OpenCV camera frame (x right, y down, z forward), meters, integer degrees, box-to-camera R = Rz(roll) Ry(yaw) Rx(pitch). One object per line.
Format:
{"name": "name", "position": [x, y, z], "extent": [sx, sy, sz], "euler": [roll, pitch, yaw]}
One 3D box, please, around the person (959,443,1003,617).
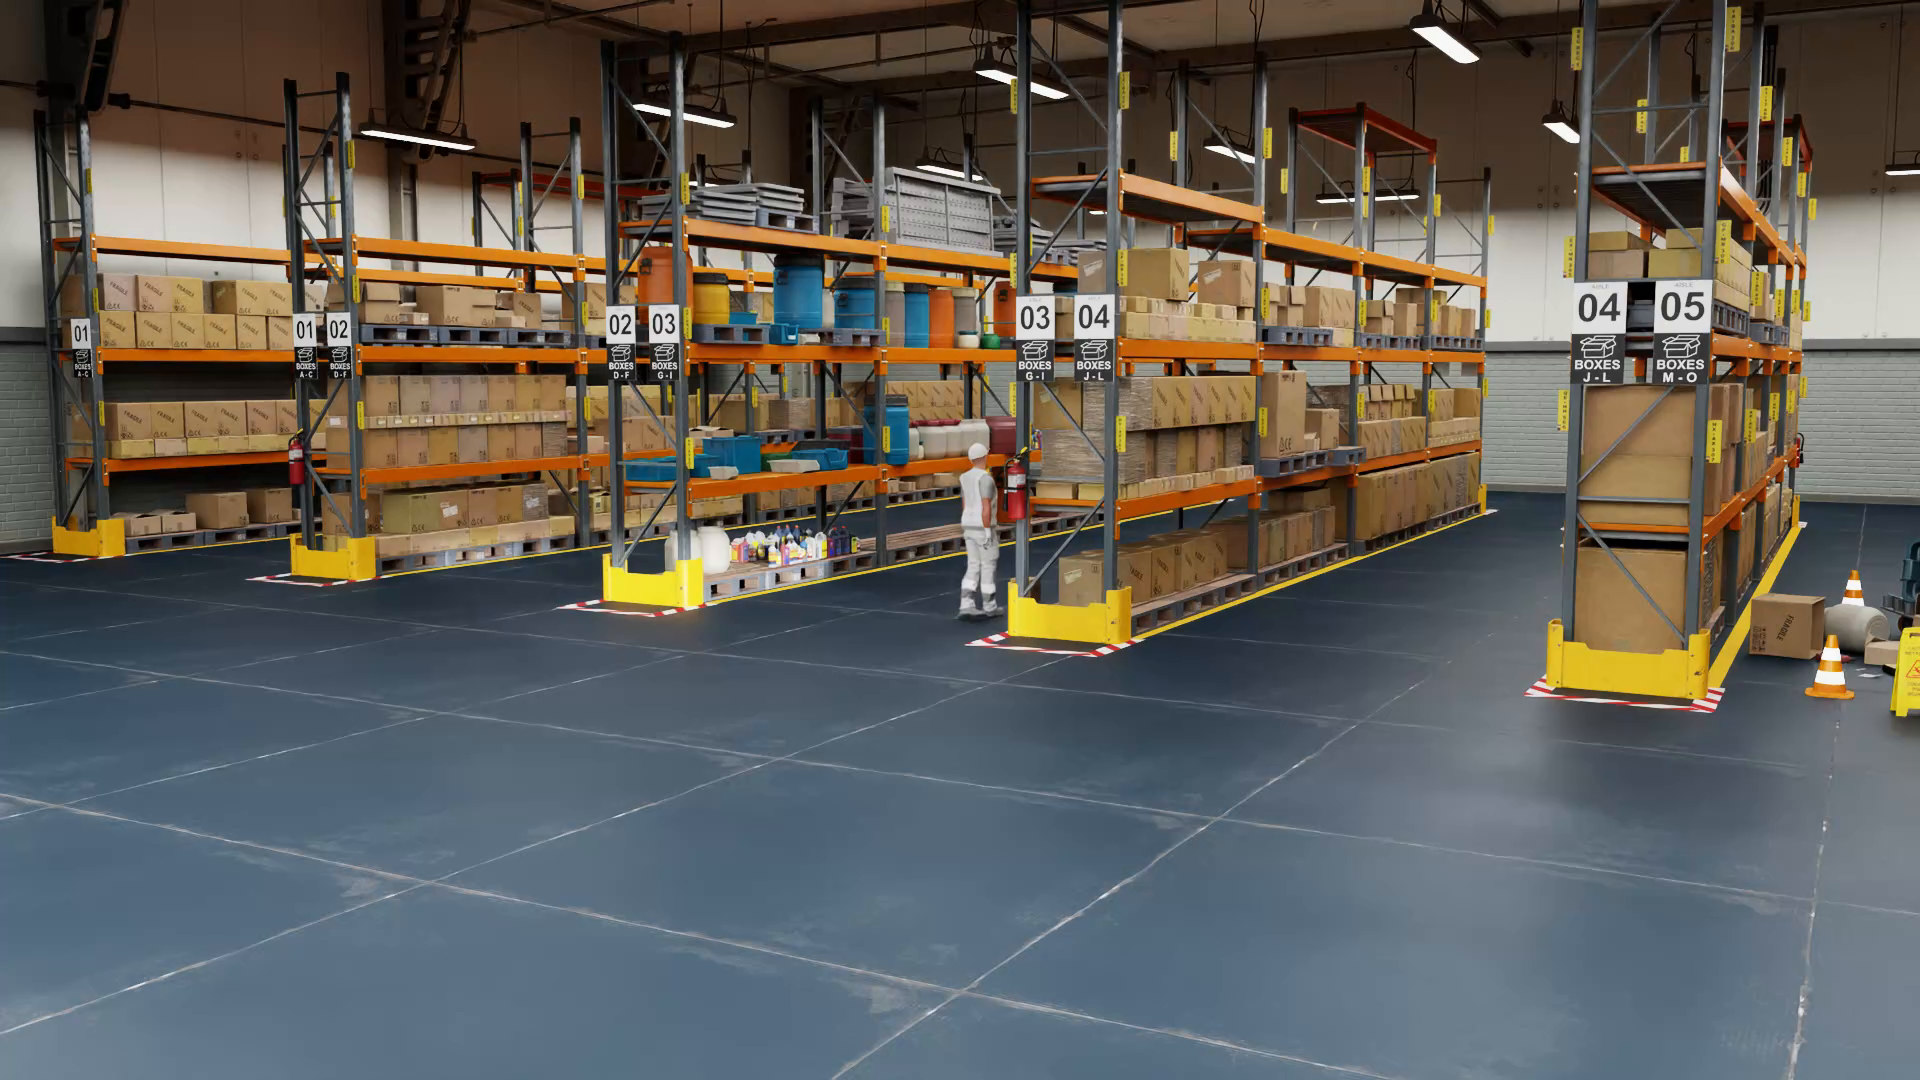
{"name": "person", "position": [0.210, -0.099, 16.953], "extent": [0.586, 1.778, 0.586], "euler": [-4, 7, -33]}
